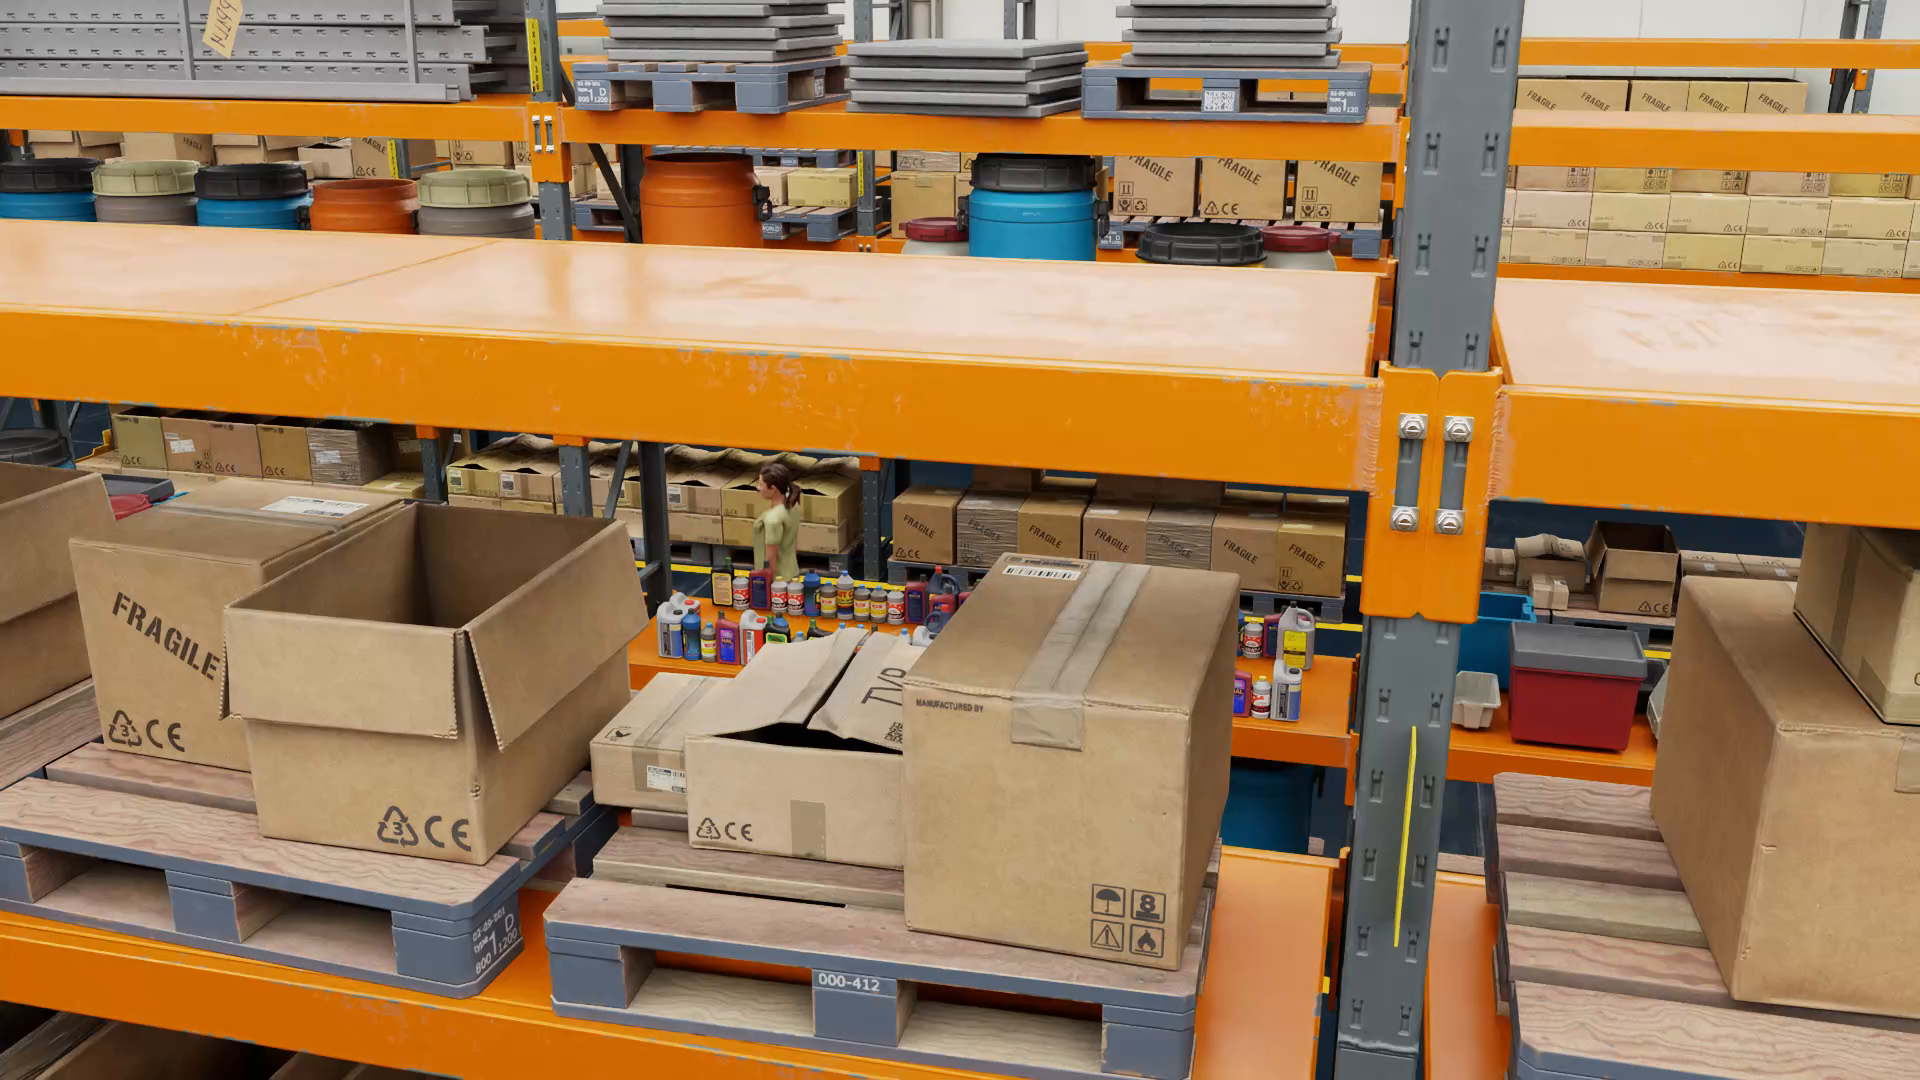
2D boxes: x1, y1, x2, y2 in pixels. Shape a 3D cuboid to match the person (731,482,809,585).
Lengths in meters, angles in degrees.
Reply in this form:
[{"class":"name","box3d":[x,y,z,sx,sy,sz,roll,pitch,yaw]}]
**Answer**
[{"class":"person","box3d":[-1.269,0.354,11.228,0.511,1.536,0.494,5,19,14]}]
